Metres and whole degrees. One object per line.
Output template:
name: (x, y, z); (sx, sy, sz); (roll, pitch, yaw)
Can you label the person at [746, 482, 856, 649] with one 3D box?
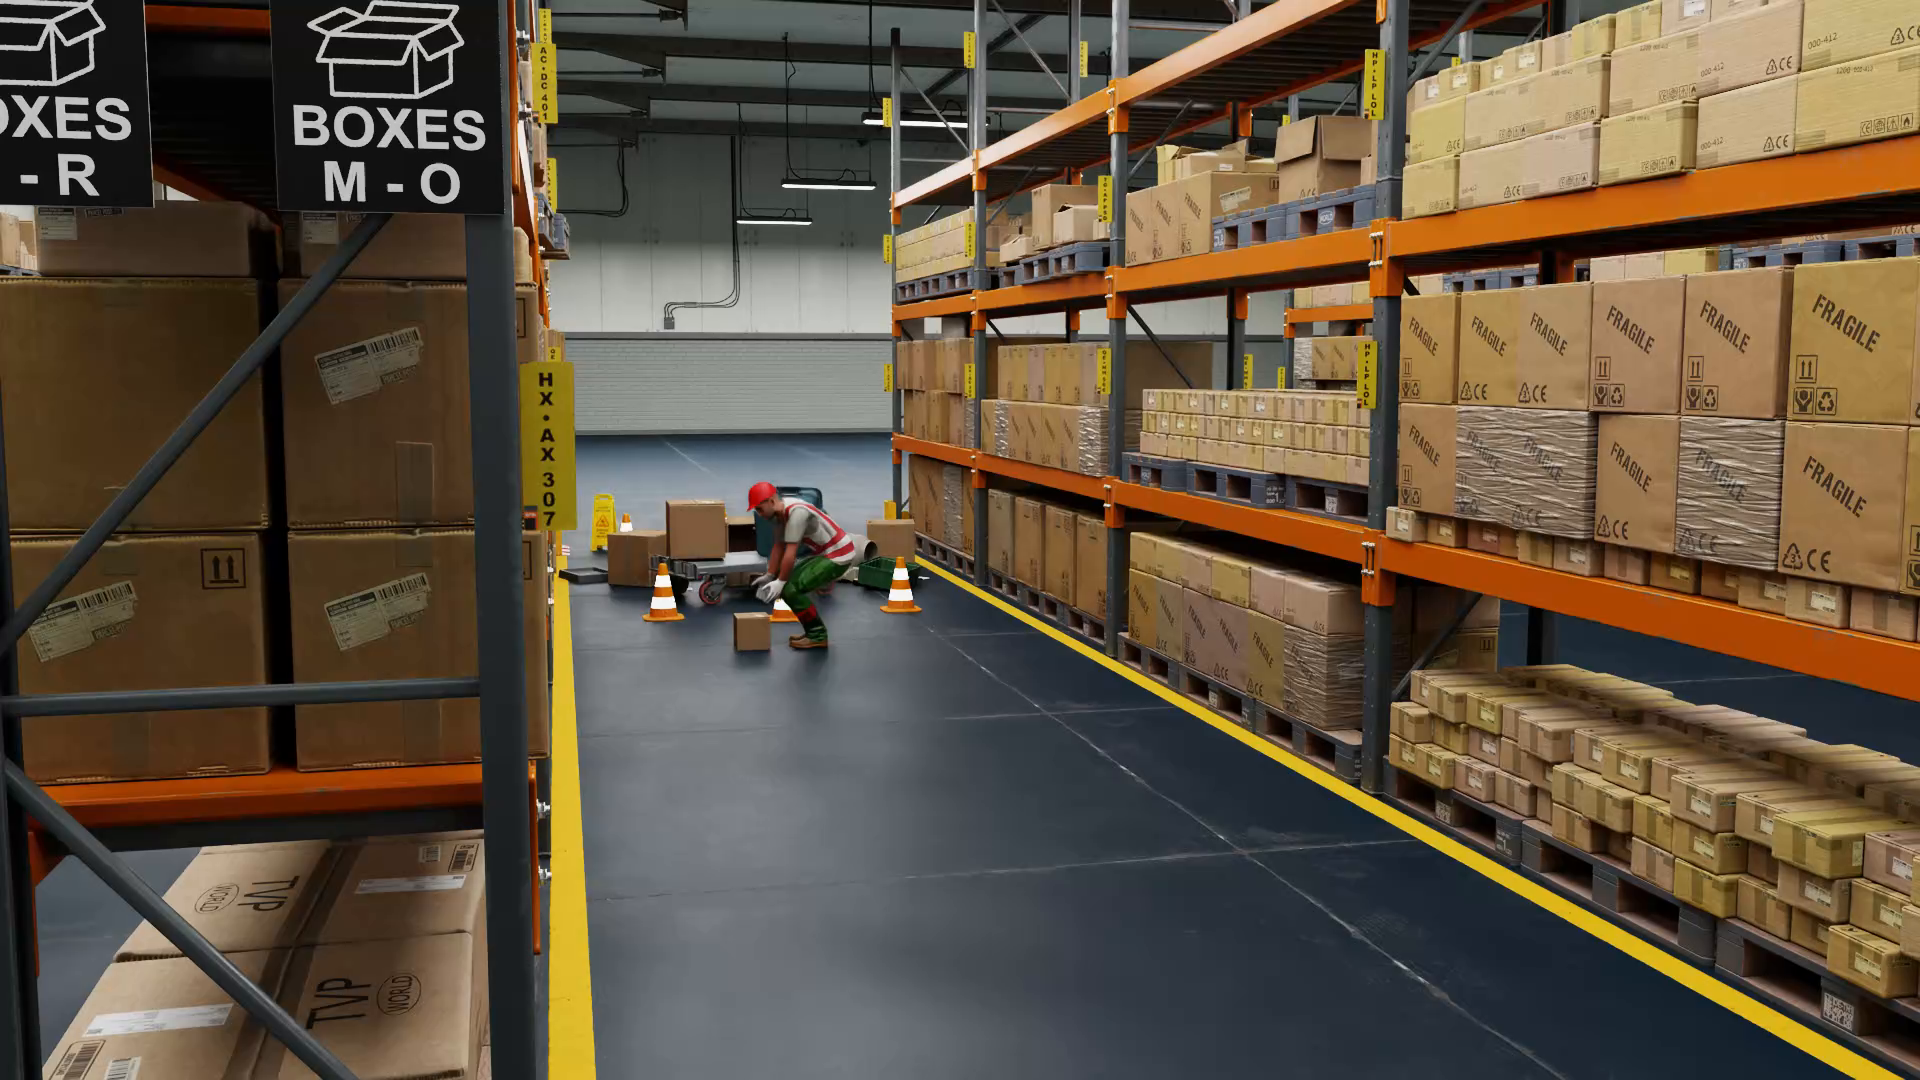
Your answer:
person: (-1.196, 0.184, 12.558); (0.829, 1.260, 0.585); (-1, 6, -14)
